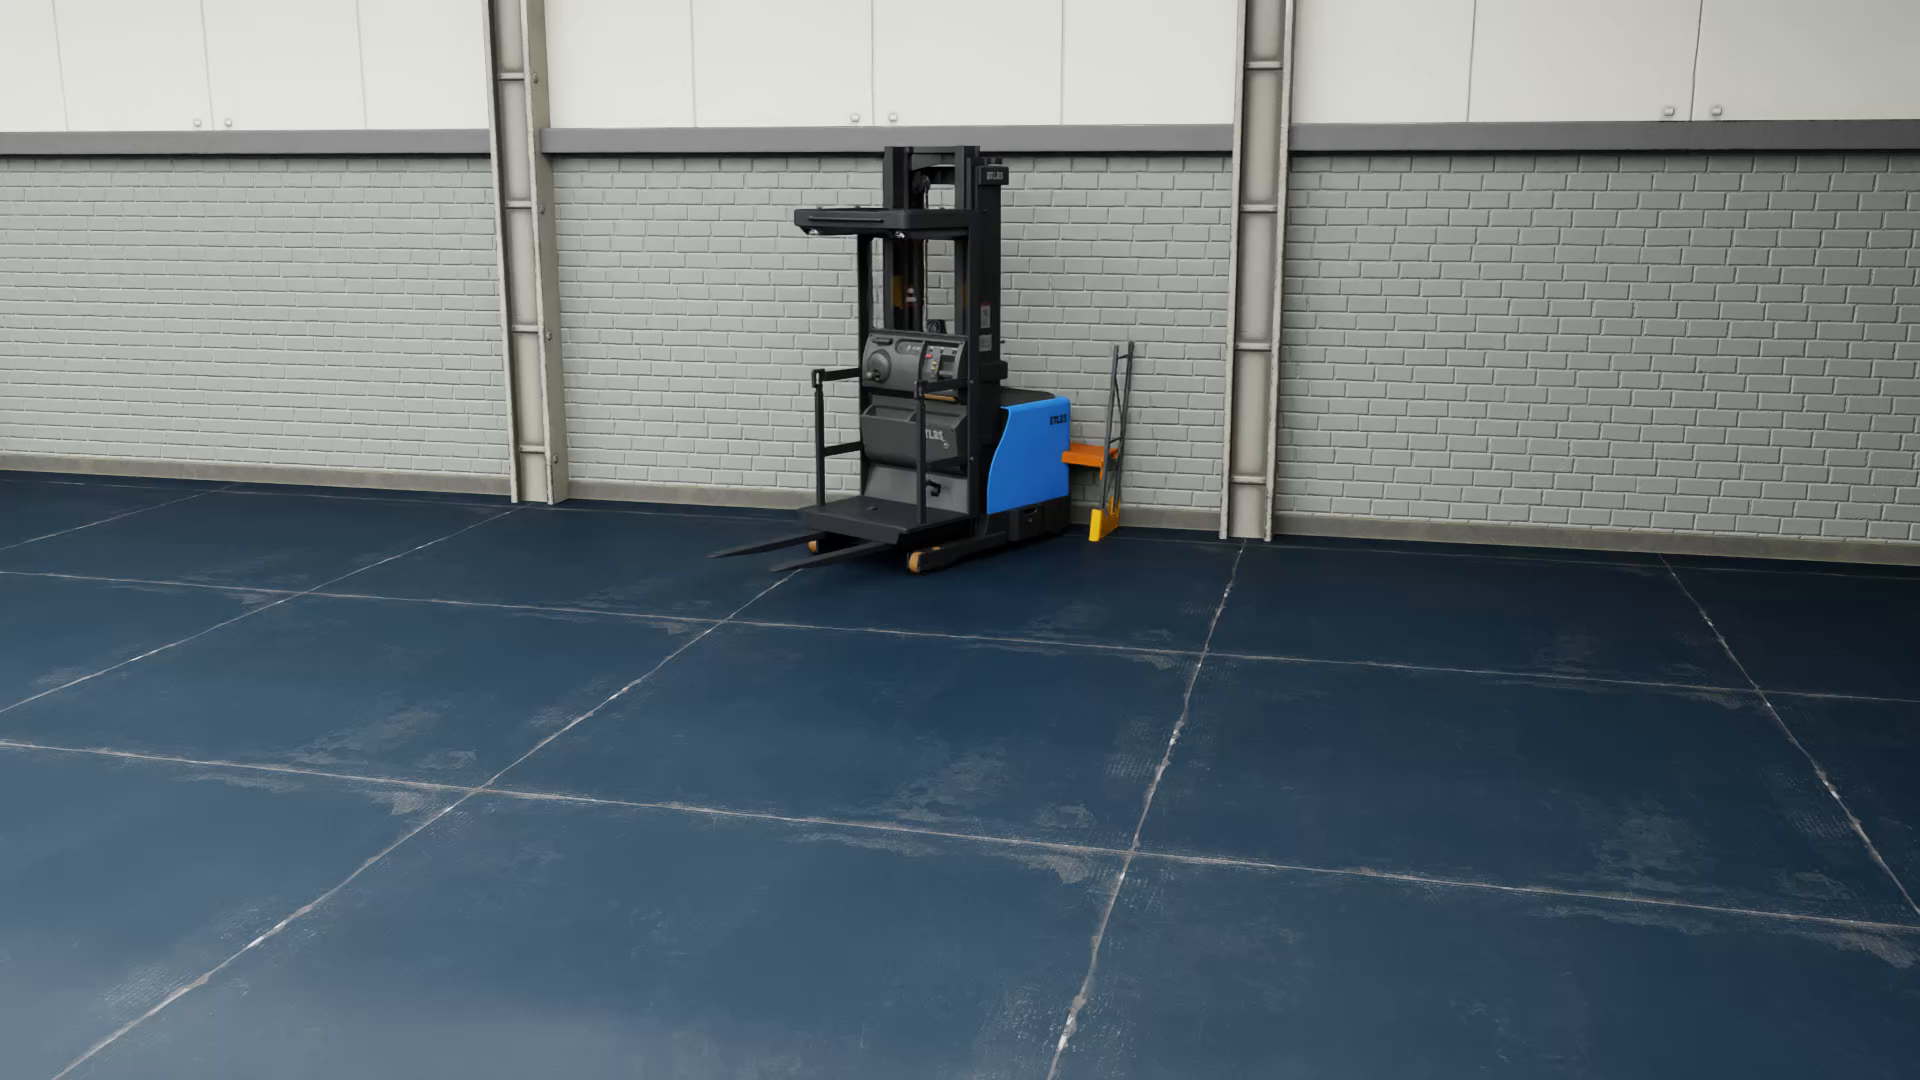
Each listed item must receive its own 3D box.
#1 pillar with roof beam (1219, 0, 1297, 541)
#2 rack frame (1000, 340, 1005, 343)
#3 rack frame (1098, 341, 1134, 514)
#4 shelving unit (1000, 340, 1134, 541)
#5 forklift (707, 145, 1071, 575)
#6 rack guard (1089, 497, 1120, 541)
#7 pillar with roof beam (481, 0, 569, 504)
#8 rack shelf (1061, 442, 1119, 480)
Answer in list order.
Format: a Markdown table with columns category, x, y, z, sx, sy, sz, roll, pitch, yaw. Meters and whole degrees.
| category | x | y | z | sx | sy | sz | roll | pitch | yaw |
| --- | --- | --- | --- | --- | --- | --- | --- | --- | --- |
| pillar with roof beam | 1.191 | -3.521 | 7.830 | 0.400 | 9.000 | 9.100 | 3 | 13 | 14 |
| rack frame | 0.242 | -0.912 | 13.136 | 0.032 | 1.500 | 0.500 | 9 | 13 | 19 |
| rack frame | 1.194 | -0.767 | 12.809 | 0.032 | 1.500 | 0.500 | 9 | 13 | 19 |
| shelving unit | 0.709 | -0.841 | 12.975 | 1.083 | 1.500 | 0.587 | 9 | 13 | 19 |
| forklift | -0.475 | -1.310 | 11.871 | 1.130 | 2.935 | 3.031 | 10 | 16 | 39 |
| rack guard | 1.129 | -0.161 | 12.950 | 0.087 | 0.250 | 0.587 | 9 | 13 | 19 |
| pillar with roof beam | -4.634 | -3.833 | 9.233 | 0.400 | 9.000 | 9.100 | 3 | 13 | 14 |
| rack shelf | 0.704 | -0.664 | 13.011 | 1.000 | 0.185 | 0.538 | 9 | 13 | 19 |
